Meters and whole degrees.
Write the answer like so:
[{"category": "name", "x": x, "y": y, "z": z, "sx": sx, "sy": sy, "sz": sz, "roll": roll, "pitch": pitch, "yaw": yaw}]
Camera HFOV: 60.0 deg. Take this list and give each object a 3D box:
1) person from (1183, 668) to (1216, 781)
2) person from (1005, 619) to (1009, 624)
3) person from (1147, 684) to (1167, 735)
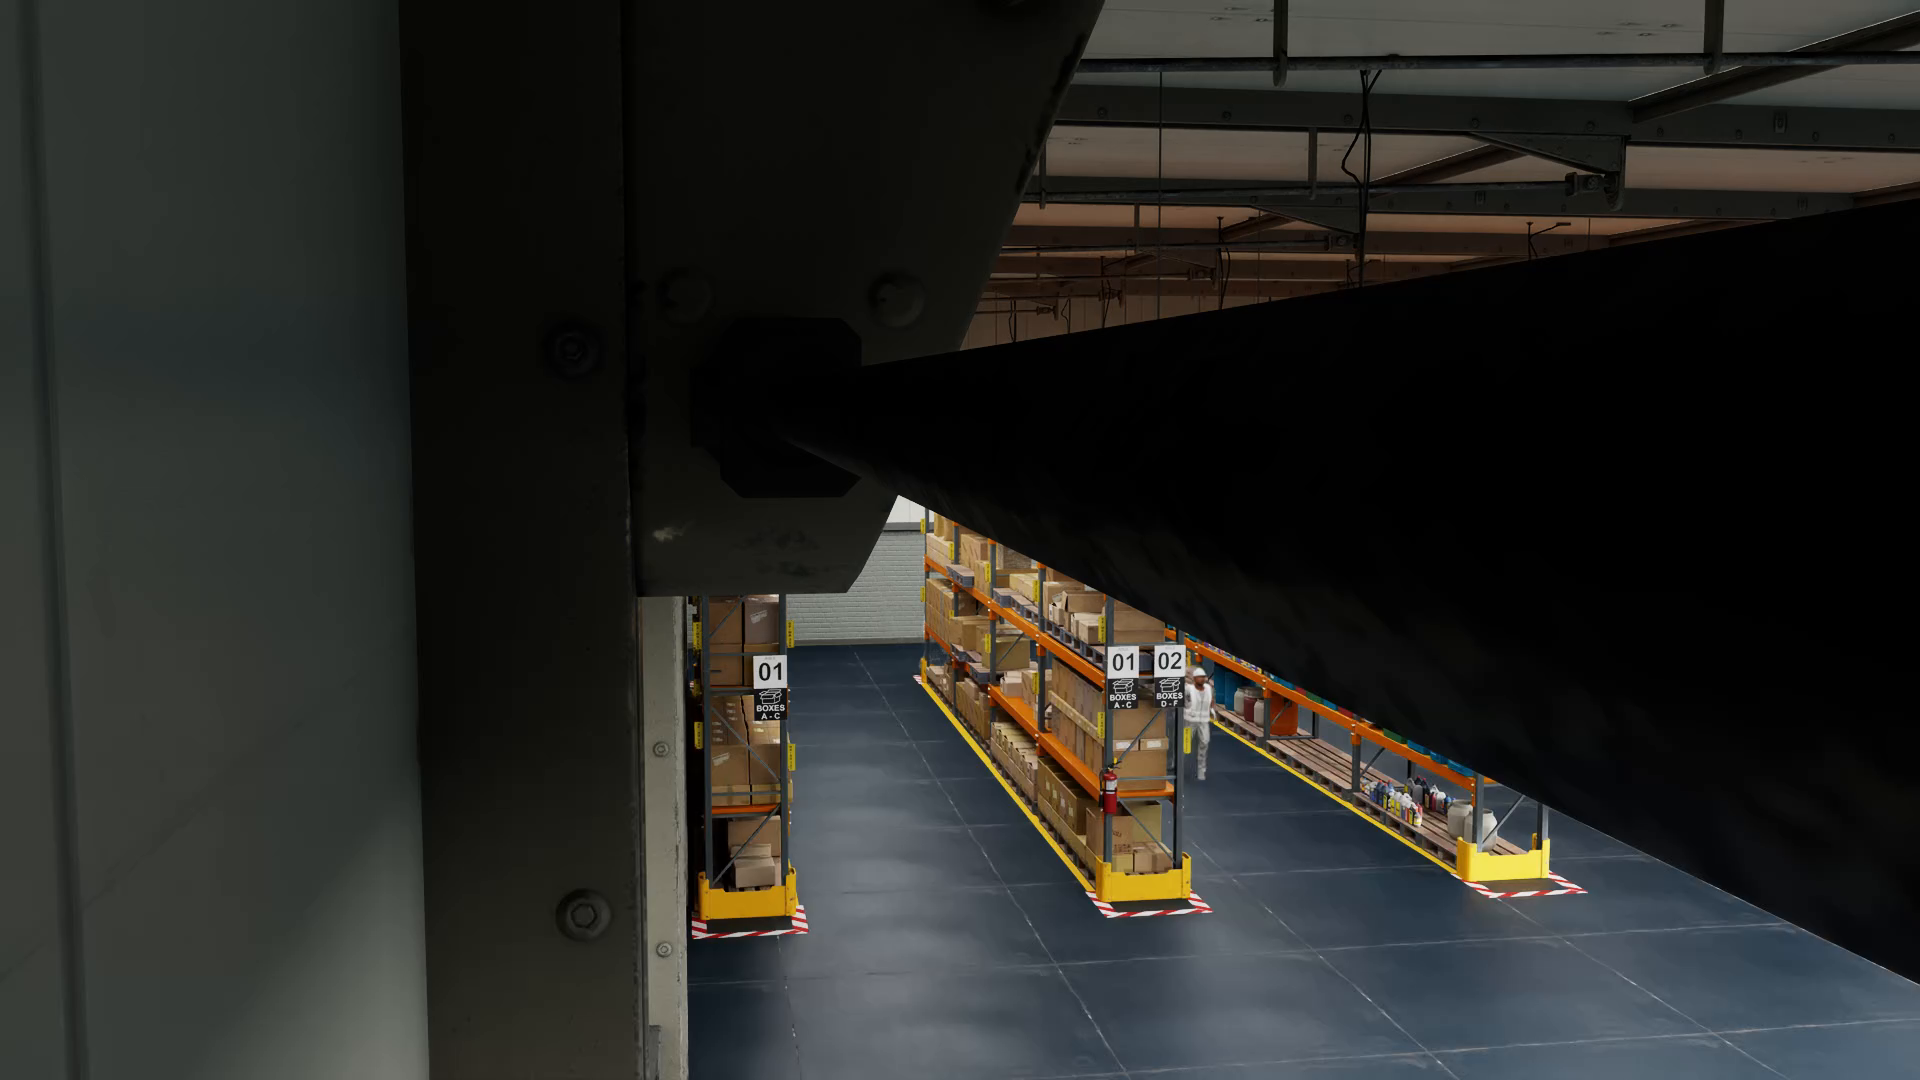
[{"category": "person", "x": 3.929, "y": 3.012, "z": 27.515, "sx": 0.722, "sy": 1.785, "sz": 0.995, "roll": -1, "pitch": 5, "yaw": -11}, {"category": "person", "x": 0.894, "y": 2.225, "z": 37.425, "sx": 0.632, "sy": 1.683, "sz": 0.669, "roll": 2, "pitch": 6, "yaw": 26}, {"category": "person", "x": 3.650, "y": 2.861, "z": 30.188, "sx": 0.561, "sy": 1.655, "sz": 0.916, "roll": -1, "pitch": 5, "yaw": -13}]
